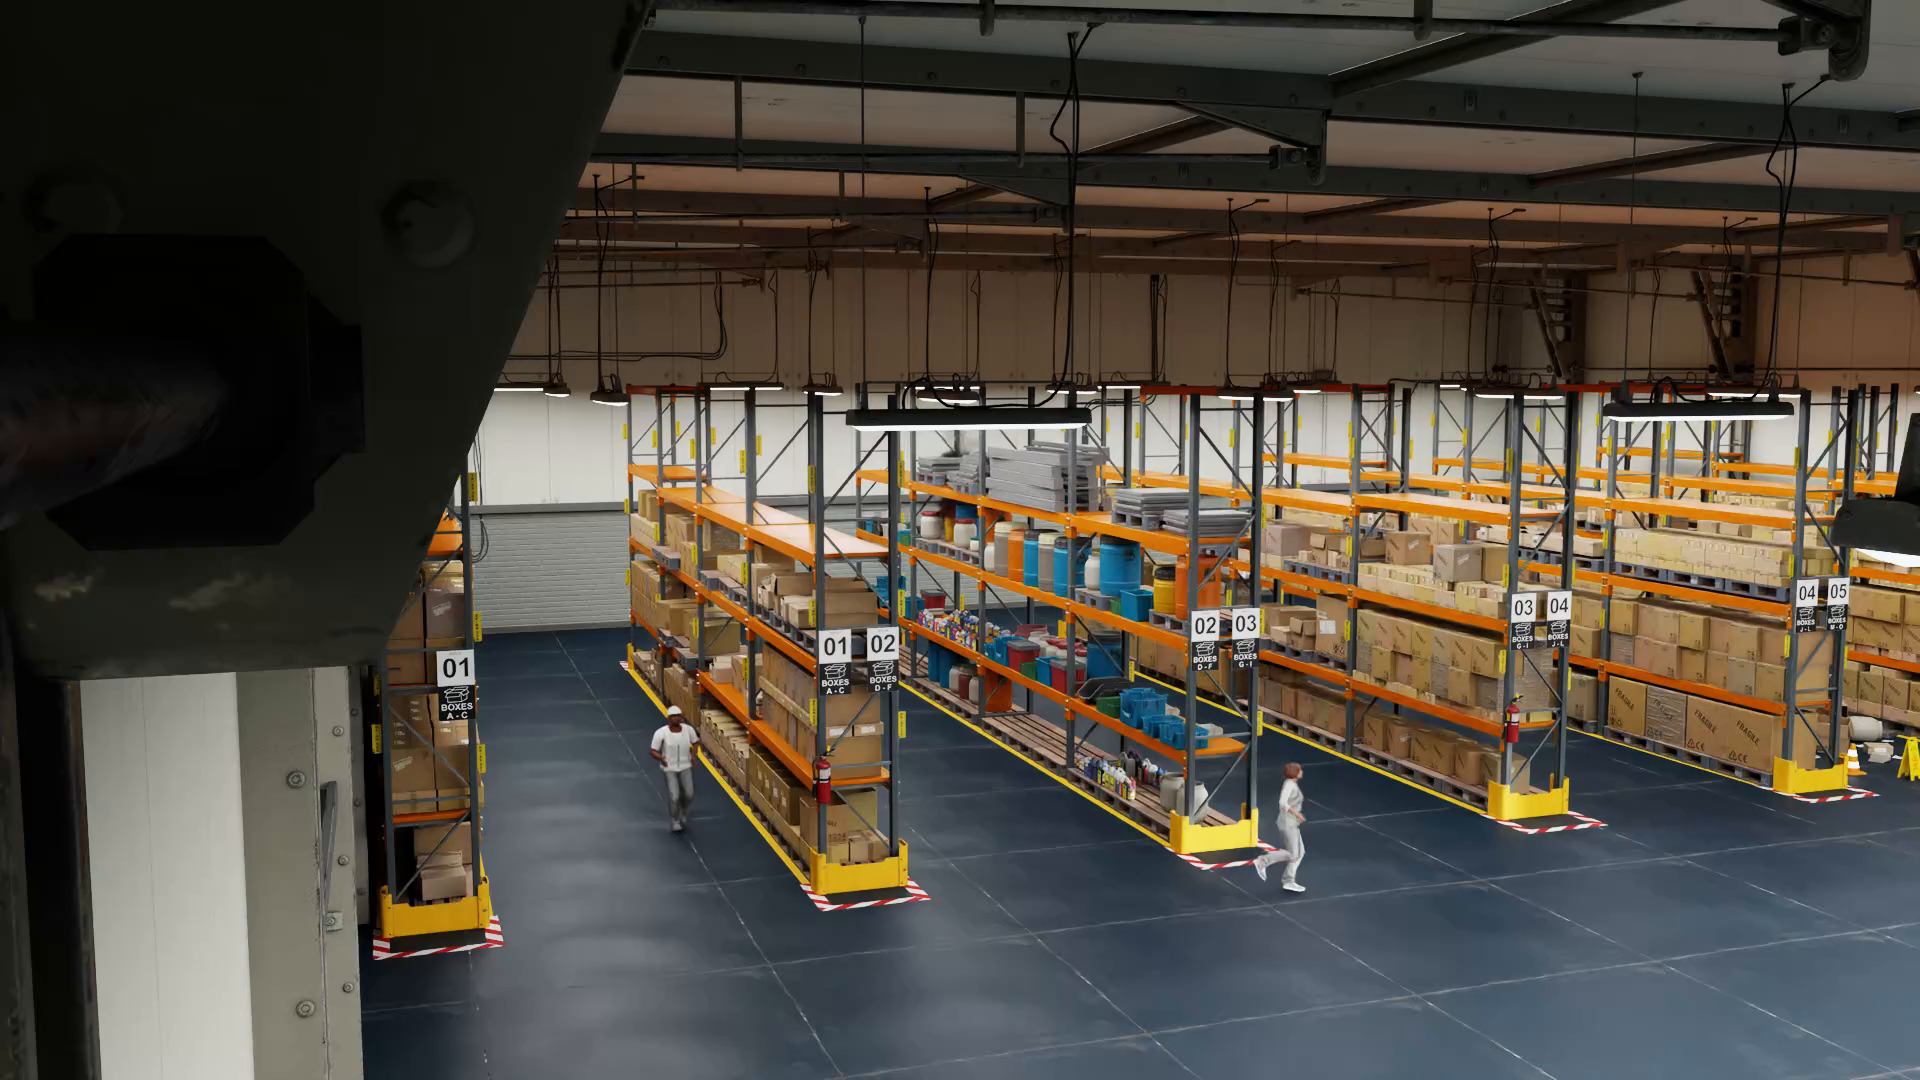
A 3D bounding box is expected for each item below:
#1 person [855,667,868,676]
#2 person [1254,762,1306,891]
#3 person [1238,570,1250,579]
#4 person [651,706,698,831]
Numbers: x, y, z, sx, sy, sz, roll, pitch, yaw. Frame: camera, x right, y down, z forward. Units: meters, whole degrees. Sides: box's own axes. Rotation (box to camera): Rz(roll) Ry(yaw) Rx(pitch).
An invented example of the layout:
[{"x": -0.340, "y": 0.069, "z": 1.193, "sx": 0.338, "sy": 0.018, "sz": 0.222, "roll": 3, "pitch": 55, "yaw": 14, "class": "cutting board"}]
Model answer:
[{"x": -1.784, "y": 2.182, "z": 29.482, "sx": 0.555, "sy": 1.638, "sz": 0.561, "roll": -3, "pitch": 6, "yaw": -23, "class": "person"}, {"x": 3.946, "y": 3.491, "z": 20.408, "sx": 0.623, "sy": 1.501, "sz": 0.592, "roll": 1, "pitch": 6, "yaw": 14, "class": "person"}, {"x": 6.902, "y": 1.257, "z": 40.717, "sx": 0.656, "sy": 1.734, "sz": 0.662, "roll": -4, "pitch": 7, "yaw": -32, "class": "person"}, {"x": -3.861, "y": 3.125, "z": 22.727, "sx": 0.692, "sy": 1.720, "sz": 0.589, "roll": -2, "pitch": 6, "yaw": -22, "class": "person"}]
